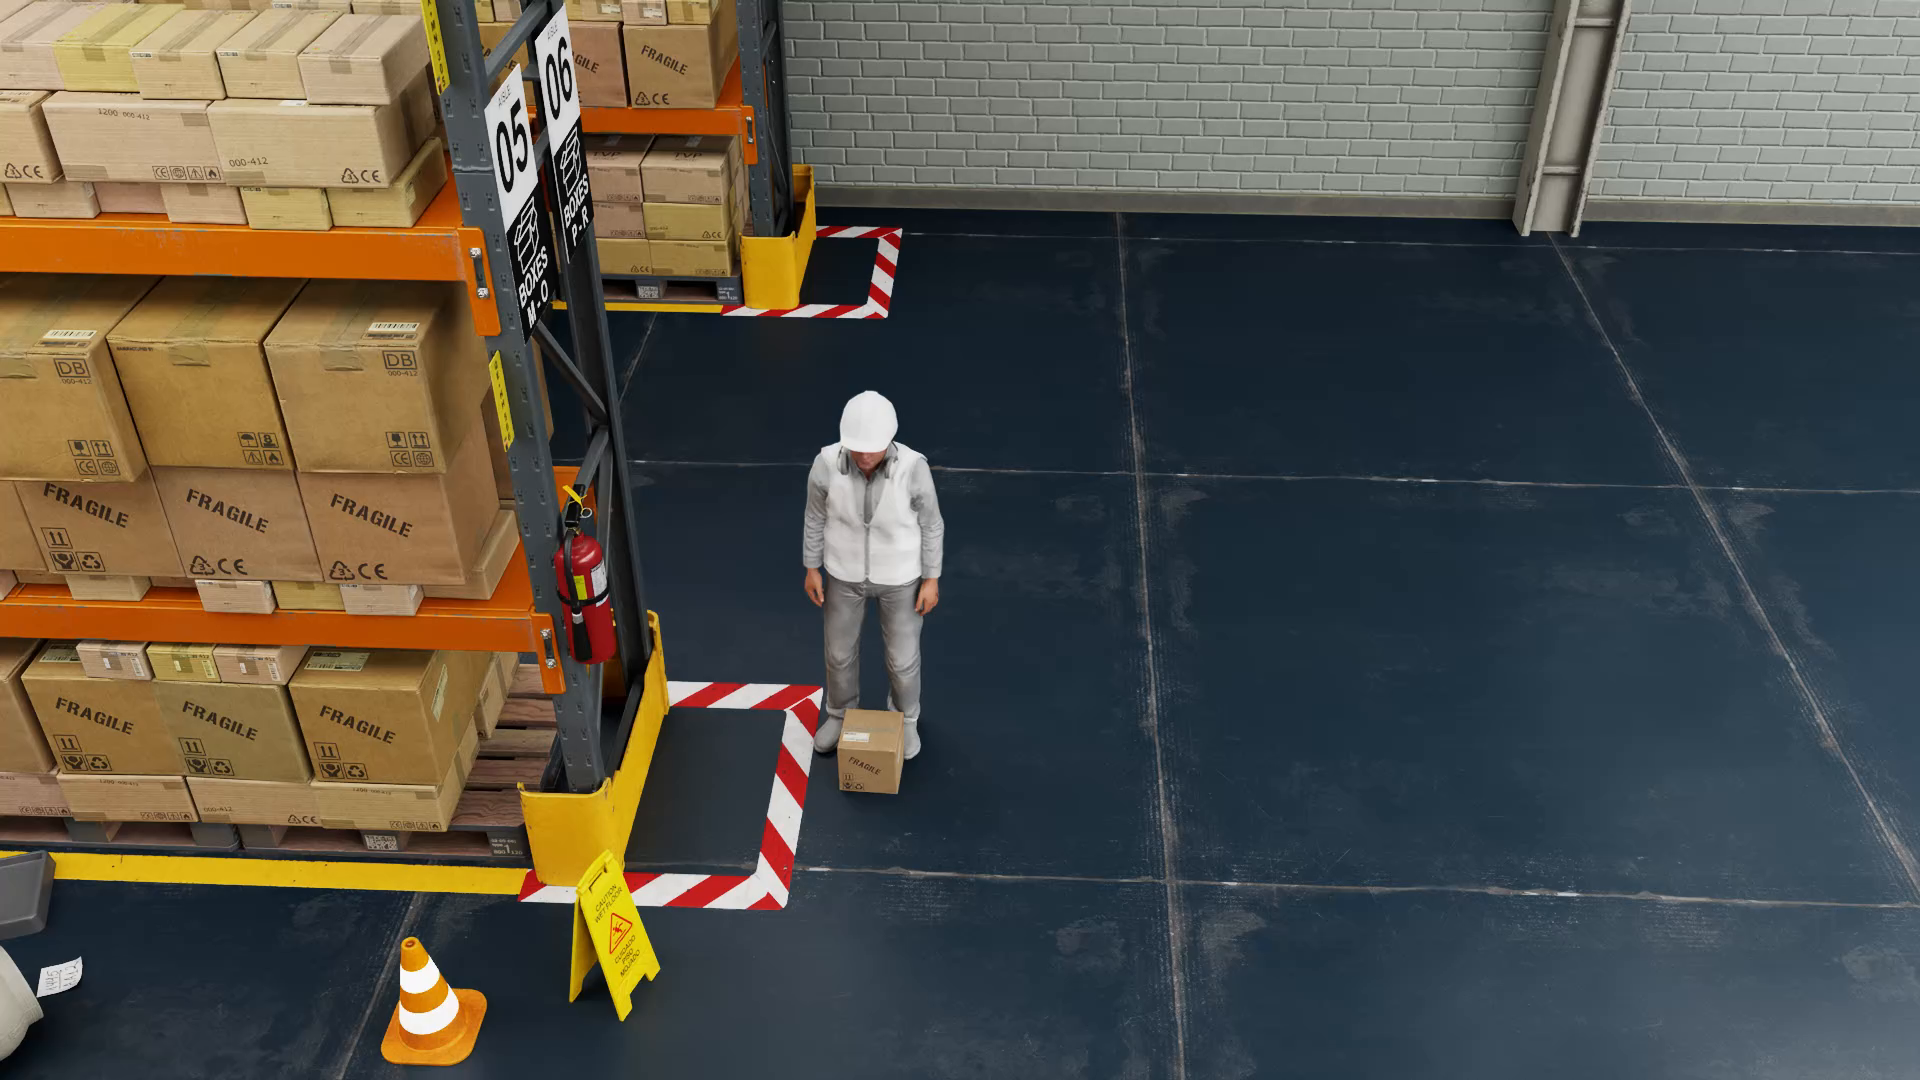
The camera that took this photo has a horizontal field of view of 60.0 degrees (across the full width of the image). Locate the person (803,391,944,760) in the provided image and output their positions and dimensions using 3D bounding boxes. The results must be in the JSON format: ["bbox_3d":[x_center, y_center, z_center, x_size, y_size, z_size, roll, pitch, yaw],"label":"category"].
[{"bbox_3d":[-0.360,0.136,6.902,0.581,1.772,0.460,5,36,6],"label":"person"}]
